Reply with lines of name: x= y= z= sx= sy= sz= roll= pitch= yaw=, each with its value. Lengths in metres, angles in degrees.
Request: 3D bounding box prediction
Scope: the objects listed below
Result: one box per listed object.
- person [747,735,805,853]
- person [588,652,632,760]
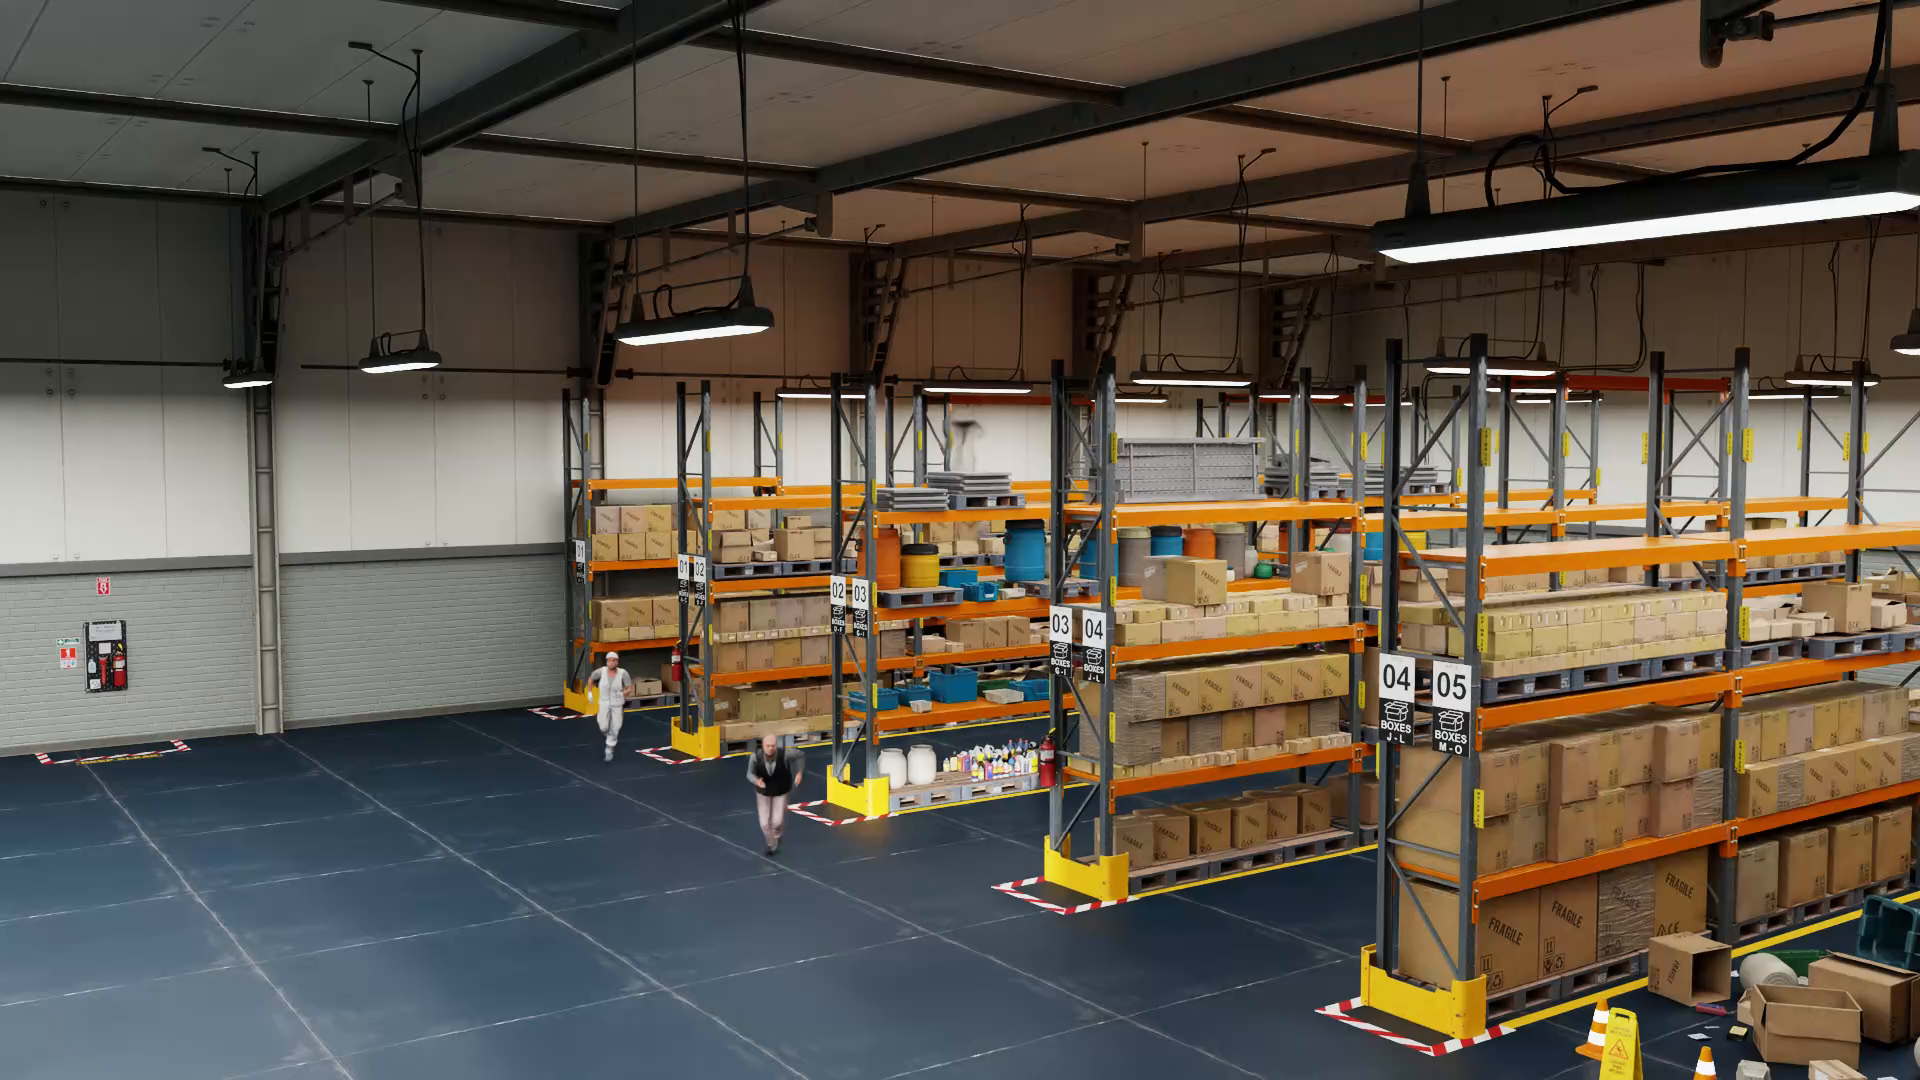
person: x=-2.230 y=3.088 z=20.144 sx=0.687 sy=1.552 sz=0.886 roll=0 pitch=4 yaw=-2
person: x=-5.516 y=2.622 z=26.160 sx=0.710 sy=1.727 sz=0.648 roll=0 pitch=4 yaw=-6
